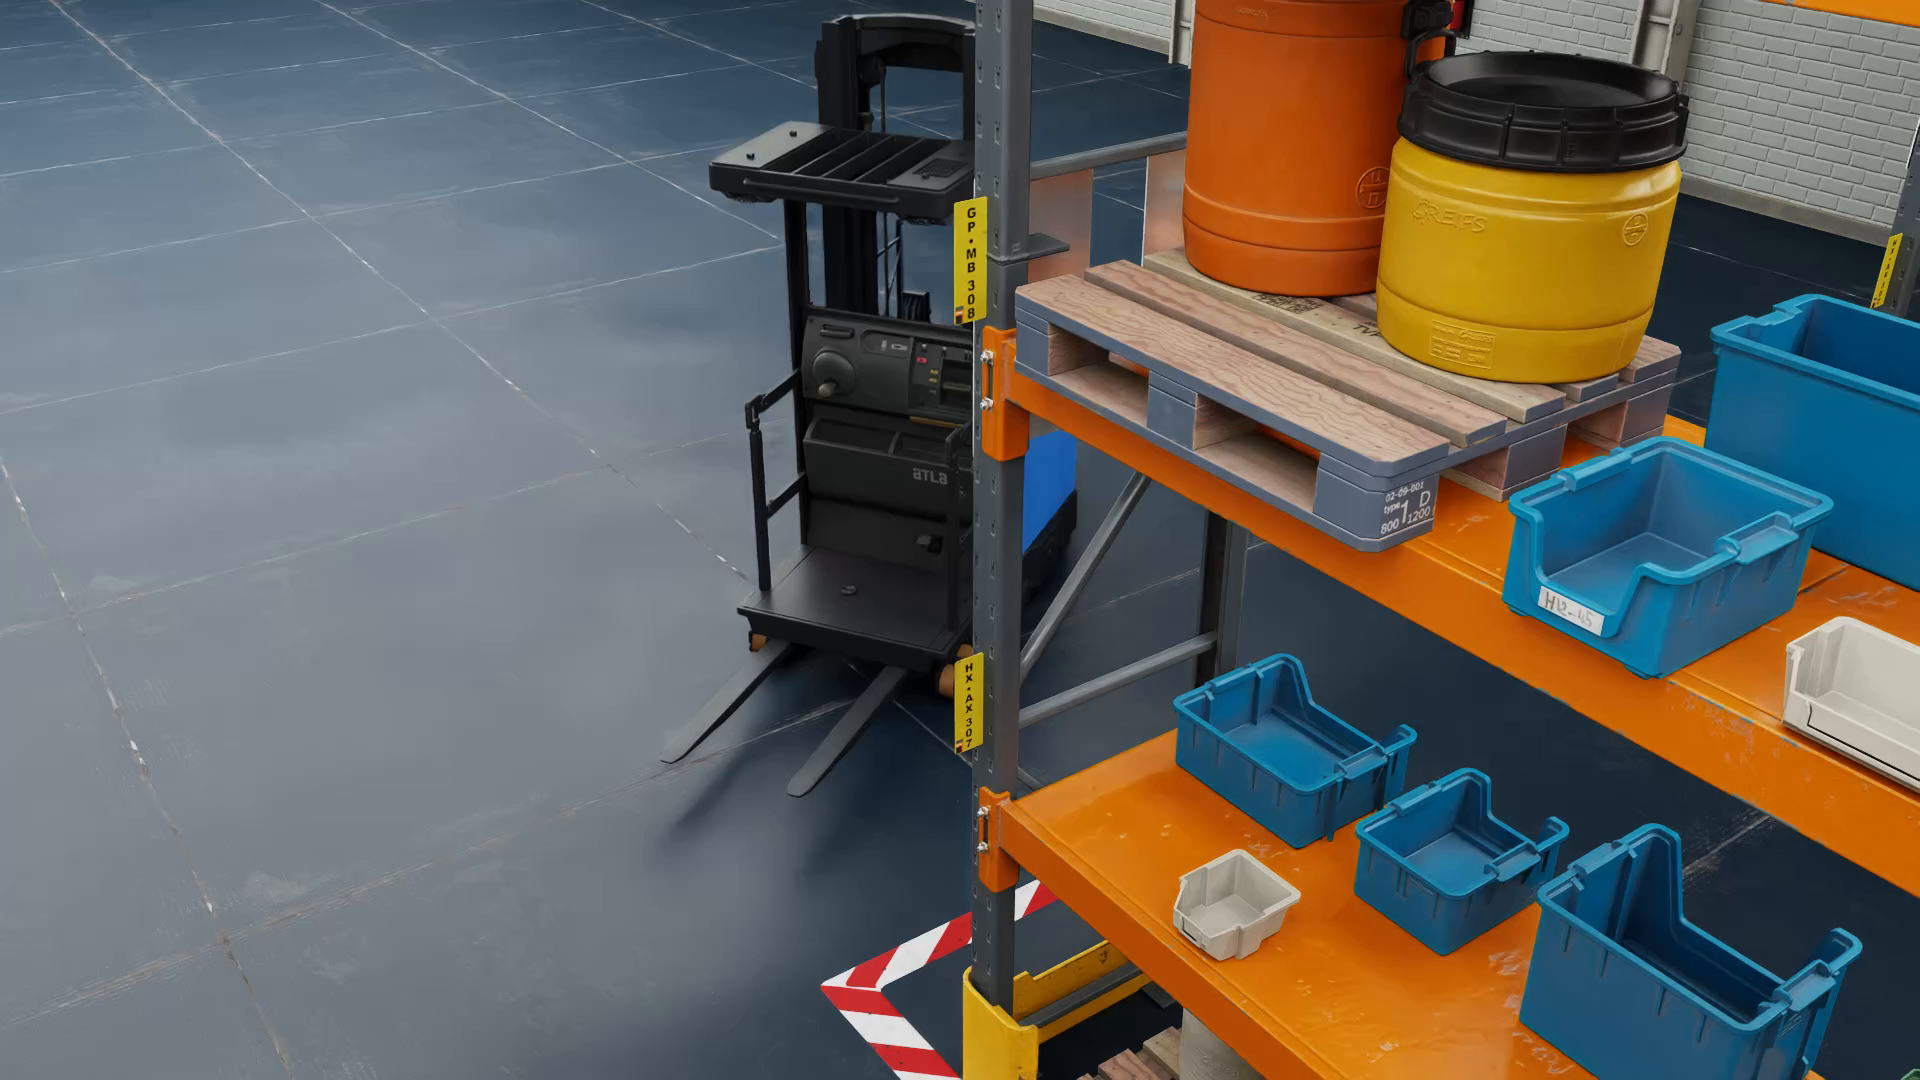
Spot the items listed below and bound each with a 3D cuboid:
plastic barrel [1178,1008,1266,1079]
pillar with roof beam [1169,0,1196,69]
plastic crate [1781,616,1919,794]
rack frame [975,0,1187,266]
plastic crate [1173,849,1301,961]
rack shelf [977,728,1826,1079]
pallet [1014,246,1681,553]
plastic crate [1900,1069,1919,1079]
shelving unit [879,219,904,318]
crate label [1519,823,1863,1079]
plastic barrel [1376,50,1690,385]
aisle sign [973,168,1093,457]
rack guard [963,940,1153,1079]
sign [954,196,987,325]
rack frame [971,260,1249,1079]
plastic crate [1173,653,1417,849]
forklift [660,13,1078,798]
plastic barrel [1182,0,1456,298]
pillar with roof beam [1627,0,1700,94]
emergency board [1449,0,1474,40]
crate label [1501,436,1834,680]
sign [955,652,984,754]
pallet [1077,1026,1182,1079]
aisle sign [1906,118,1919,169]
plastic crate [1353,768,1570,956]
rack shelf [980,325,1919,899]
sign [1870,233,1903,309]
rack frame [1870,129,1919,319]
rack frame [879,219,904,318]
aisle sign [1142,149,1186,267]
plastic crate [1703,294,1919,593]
[{"bbox_3d":[0.922,1.600,5.328,0.421,0.512,0.421,0,29,0],"label":"plastic barrel"},{"bbox_3d":[-0.809,-8.363,15.221,9.100,9.000,0.400,-19,34,-31],"label":"pillar with roof beam"},{"bbox_3d":[1.538,0.297,2.694,0.243,0.136,0.396,-19,34,-31],"label":"plastic crate"},{"bbox_3d":[0.478,-2.180,3.835,1.000,3.000,0.127,-19,34,-31],"label":"rack frame"},{"bbox_3d":[0.735,1.009,4.525,0.298,0.136,0.250,-19,34,-31],"label":"plastic crate"},{"bbox_3d":[1.638,1.550,4.007,1.077,0.370,4.000,-19,34,-31],"label":"rack shelf"},{"bbox_3d":[0.878,-0.430,3.954,1.003,0.211,1.213,-19,34,-31],"label":"pallet"},{"bbox_3d":[2.240,1.498,3.570,0.450,0.188,0.662,-19,34,-31],"label":"plastic crate"},{"bbox_3d":[0.065,-0.976,9.475,1.083,1.500,0.587,10,30,17],"label":"shelving unit"},{"bbox_3d":[1.766,1.081,4.079,0.502,0.435,0.616,-19,34,-31],"label":"crate label"},{"bbox_3d":[1.242,-0.721,3.655,0.600,0.588,0.600,0,29,0],"label":"plastic barrel"},{"bbox_3d":[0.197,-0.633,4.549,0.394,0.787,0.004,-19,34,-31],"label":"aisle sign"},{"bbox_3d":[0.560,1.571,5.833,1.175,0.500,0.348,-19,34,-31],"label":"rack guard"},{"bbox_3d":[0.027,-0.715,4.272,0.100,0.325,0.005,-19,34,-31],"label":"sign"},{"bbox_3d":[0.478,0.456,5.267,1.000,3.000,0.127,-19,34,-31],"label":"rack frame"},{"bbox_3d":[1.012,0.633,5.097,0.499,0.251,0.616,-19,34,-31],"label":"plastic crate"},{"bbox_3d":[-0.387,-0.764,7.585,1.130,2.935,3.031,11,30,20],"label":"forklift"},{"bbox_3d":[0.863,-1.082,4.065,0.600,0.830,0.708,-19,34,-31],"label":"plastic barrel"},{"bbox_3d":[2.671,-6.031,10.926,9.100,9.000,0.400,-19,34,-31],"label":"pillar with roof beam"},{"bbox_3d":[4.776,-5.558,16.340,0.194,1.169,0.643,-19,34,-31],"label":"emergency board"},{"bbox_3d":[1.294,0.022,3.078,0.502,0.251,0.408,-19,34,-31],"label":"crate label"},{"bbox_3d":[0.027,0.485,4.924,0.100,0.325,0.005,-19,34,-31],"label":"sign"},{"bbox_3d":[1.027,2.015,5.318,1.003,0.211,1.213,-19,34,-31],"label":"pallet"},{"bbox_3d":[4.227,-1.997,7.060,0.394,0.787,0.004,-19,34,-31],"label":"aisle sign"},{"bbox_3d":[1.384,0.887,4.629,0.499,0.251,0.408,-19,34,-31],"label":"plastic crate"},{"bbox_3d":[1.638,0.232,3.291,1.077,0.370,4.000,-19,34,-31],"label":"rack shelf"},{"bbox_3d":[4.059,-1.178,7.285,0.100,0.325,0.005,-19,34,-31],"label":"sign"},{"bbox_3d":[4.515,-0.914,7.789,1.000,3.000,0.127,-19,34,-31],"label":"rack frame"},{"bbox_3d":[-0.422,-1.060,9.629,0.032,1.500,0.500,10,30,17],"label":"rack frame"},{"bbox_3d":[0.678,-0.796,4.850,0.394,0.787,0.004,-19,34,-31],"label":"aisle sign"},{"bbox_3d":[1.829,-0.197,3.343,0.392,0.384,0.575,-19,34,-31],"label":"plastic crate"}]
